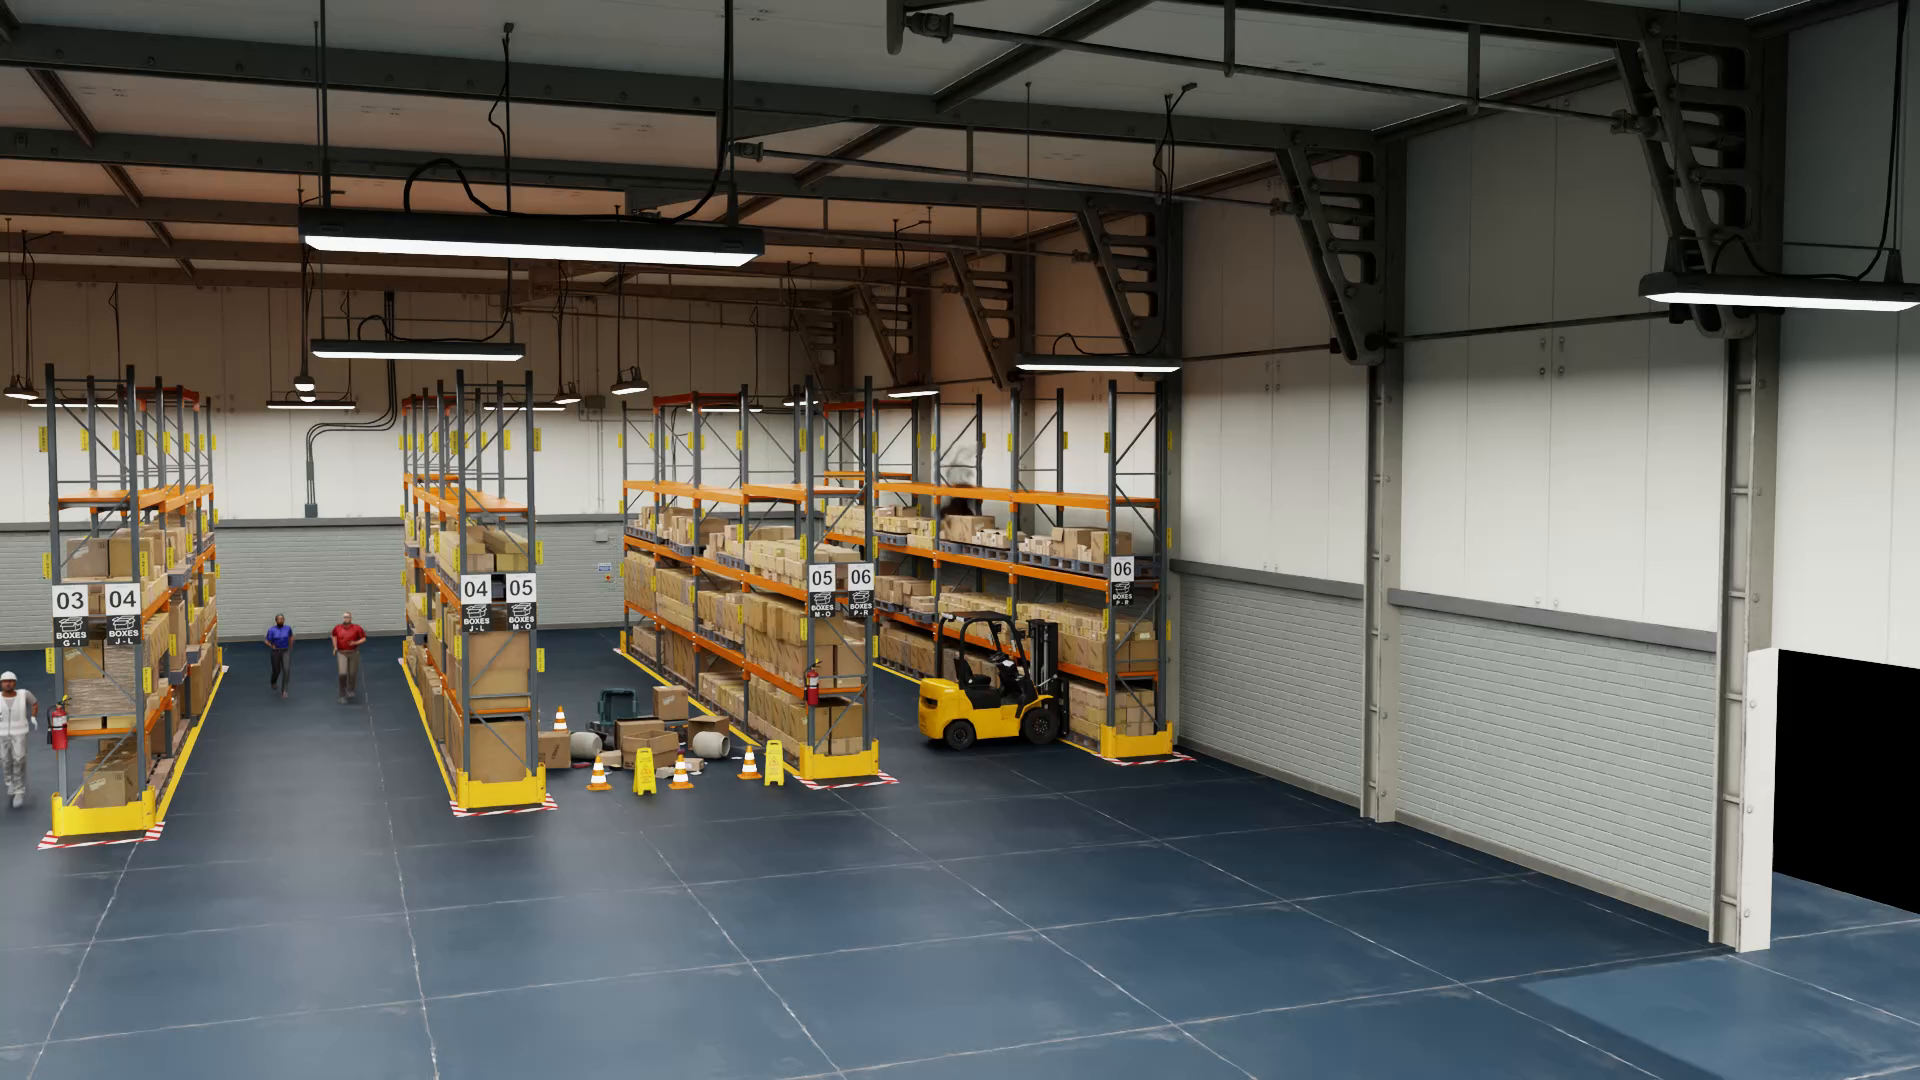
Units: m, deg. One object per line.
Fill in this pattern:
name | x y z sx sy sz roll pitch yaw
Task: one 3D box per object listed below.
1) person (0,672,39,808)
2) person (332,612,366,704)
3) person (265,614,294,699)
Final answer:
person | -13.216 2.740 23.151 0.667 1.832 0.871 -1 4 -22
person | -11.799 2.278 32.117 0.637 1.787 0.734 -1 4 -18
person | -13.422 2.264 32.822 0.562 1.646 0.889 -2 4 -32
